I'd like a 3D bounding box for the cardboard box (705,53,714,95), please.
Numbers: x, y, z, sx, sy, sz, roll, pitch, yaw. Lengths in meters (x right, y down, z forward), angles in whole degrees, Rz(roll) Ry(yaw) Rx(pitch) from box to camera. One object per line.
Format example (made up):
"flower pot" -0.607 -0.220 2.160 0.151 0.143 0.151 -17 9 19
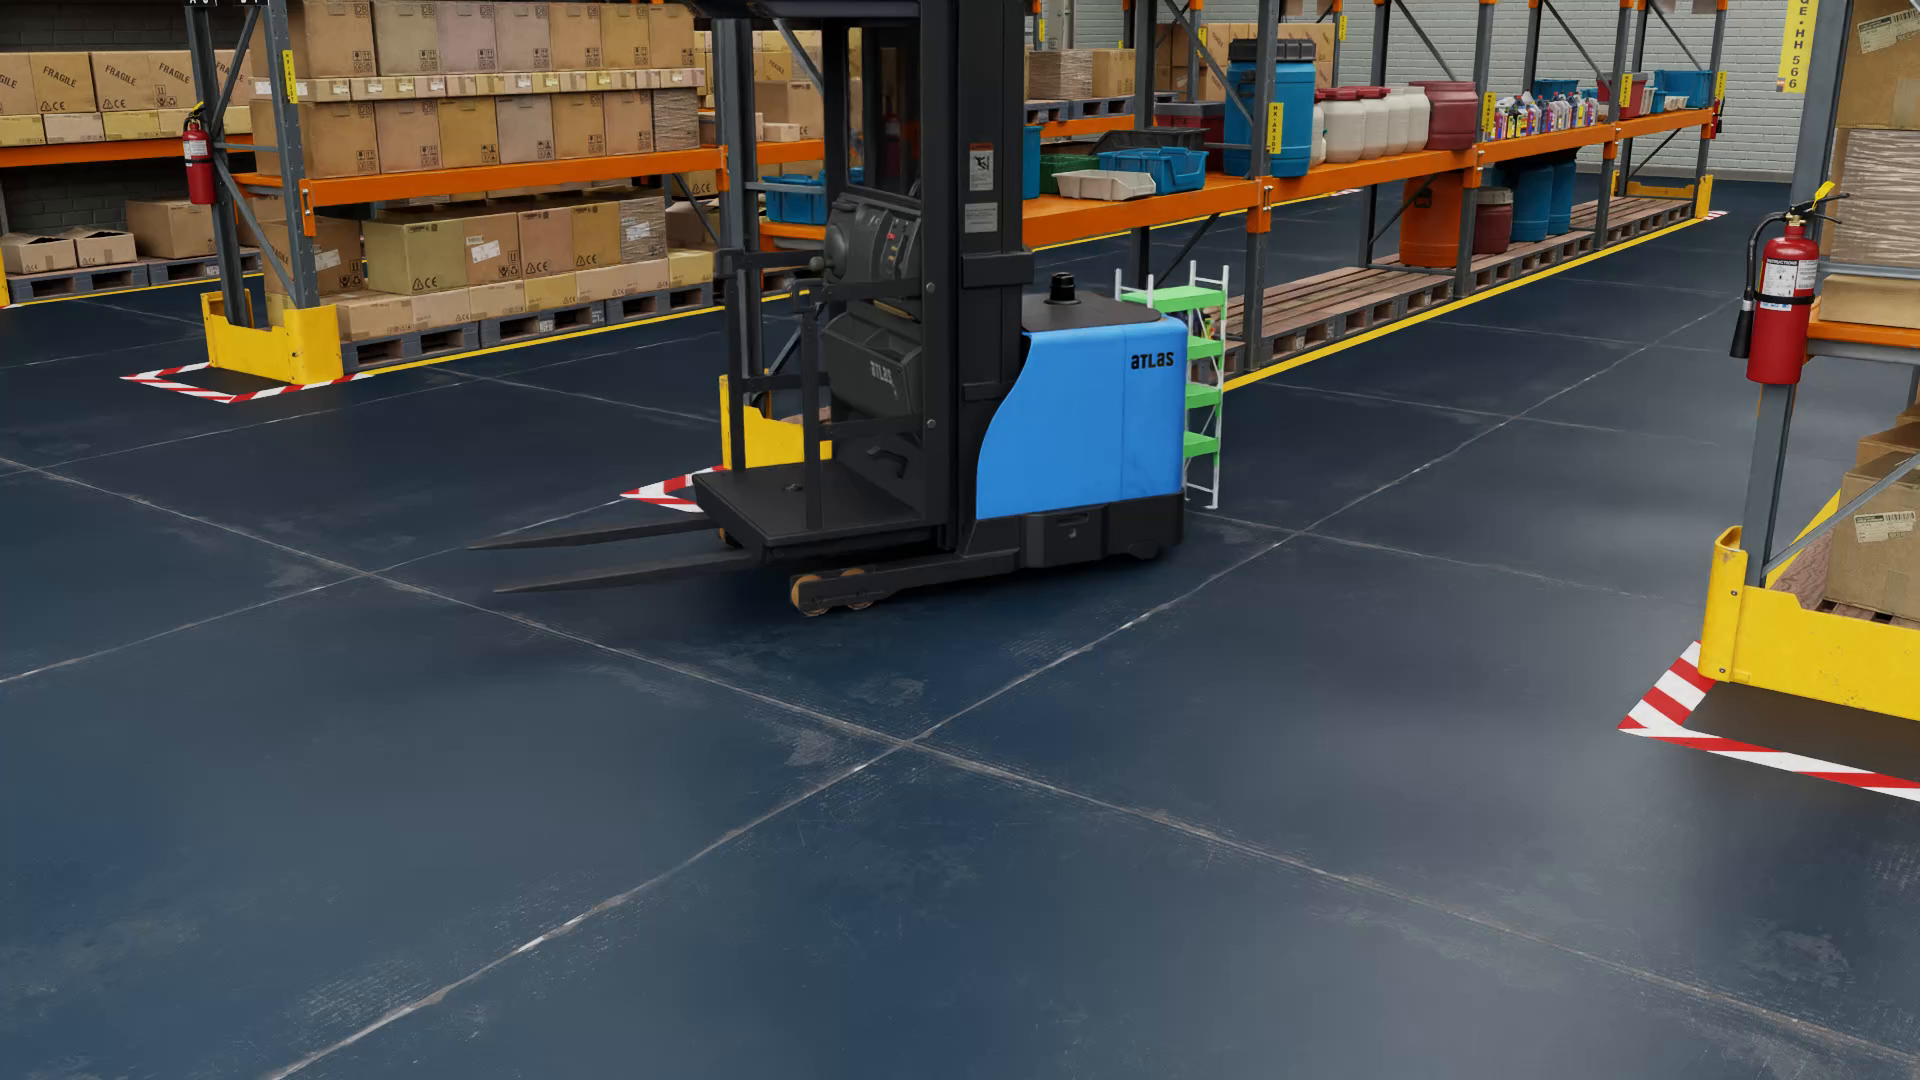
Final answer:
"cardboard box" -3.118 -5.779 20.591 0.500 0.500 0.500 13 22 36

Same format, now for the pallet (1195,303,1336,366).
"pallet" 2.077 -1.545 12.362 1.003 0.211 1.213 12 21 35

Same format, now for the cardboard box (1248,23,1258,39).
"cardboard box" 3.552 -6.297 21.110 0.500 0.500 0.500 12 21 33

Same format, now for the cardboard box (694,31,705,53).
"cardboard box" -3.438 -6.013 20.080 0.500 0.250 0.500 13 22 36

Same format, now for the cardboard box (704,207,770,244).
"cardboard box" -1.889 -2.768 14.583 0.500 0.311 0.500 13 21 35

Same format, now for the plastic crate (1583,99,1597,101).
"plastic crate" 7.203 -4.959 18.997 0.293 0.136 0.466 12 21 35

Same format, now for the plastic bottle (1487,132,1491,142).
"plastic bottle" 4.632 -3.643 14.633 0.097 0.271 0.097 0 17 0

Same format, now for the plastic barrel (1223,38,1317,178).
"plastic barrel" 2.114 -2.960 11.374 0.600 0.901 0.708 12 21 35

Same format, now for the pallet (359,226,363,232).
"pallet" -5.853 -3.287 17.973 1.003 0.211 1.213 12 21 35

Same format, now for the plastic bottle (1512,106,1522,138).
"plastic bottle" 5.071 -3.815 15.166 0.061 0.283 0.133 12 21 35

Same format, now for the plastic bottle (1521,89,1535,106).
"plastic bottle" 5.913 -4.528 17.351 0.144 0.351 0.185 12 21 35

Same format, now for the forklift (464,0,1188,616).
"forklift" -0.554 -1.268 6.886 3.031 2.935 1.130 -8 19 -24

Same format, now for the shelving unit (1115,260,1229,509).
"shelving unit" 1.002 -0.711 8.010 0.503 1.200 0.258 -13 21 -35

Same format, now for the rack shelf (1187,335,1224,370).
"rack shelf" 1.002 -0.879 7.957 0.480 0.148 0.258 -13 21 -35

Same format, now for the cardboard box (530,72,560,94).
"cardboard box" -3.239 -3.448 12.526 0.380 0.149 0.250 13 22 36

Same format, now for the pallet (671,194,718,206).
"pallet" -3.402 -4.229 21.005 1.003 0.211 1.213 12 21 35

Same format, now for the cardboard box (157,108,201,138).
"cardboard box" -7.244 -3.845 15.287 0.500 0.250 0.500 13 21 35

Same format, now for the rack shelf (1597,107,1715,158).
"rack shelf" 7.599 -4.721 19.101 1.077 0.370 4.000 12 21 35

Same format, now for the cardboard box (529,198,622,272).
"cardboard box" -3.038 -2.418 13.138 0.500 0.500 0.500 12 21 35

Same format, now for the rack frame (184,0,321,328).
"rack frame" -4.719 -2.606 11.078 1.000 3.000 0.127 12 21 35

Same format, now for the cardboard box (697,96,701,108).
"cardboard box" -3.393 -5.372 20.373 0.380 0.149 0.250 13 21 35

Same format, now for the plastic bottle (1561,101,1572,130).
"plastic bottle" 5.914 -4.171 16.325 0.152 0.276 0.135 12 21 35

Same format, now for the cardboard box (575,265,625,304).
"cardboard box" -3.028 -2.058 13.242 0.500 0.250 0.500 12 21 35

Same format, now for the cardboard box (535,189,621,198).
"cardboard box" -3.155 -2.629 13.815 0.500 0.500 0.500 12 21 35

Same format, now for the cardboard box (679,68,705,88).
"cardboard box" -2.325 -3.814 13.704 0.380 0.149 0.250 12 21 35

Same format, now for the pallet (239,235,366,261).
"pallet" -6.688 -2.935 16.840 1.003 0.211 1.213 12 21 35

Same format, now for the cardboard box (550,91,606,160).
"cardboard box" -3.206 -3.254 12.996 0.700 0.500 0.500 13 21 35

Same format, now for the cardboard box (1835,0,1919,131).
"cardboard box" 3.364 -1.697 5.793 0.500 0.500 0.500 12 21 35

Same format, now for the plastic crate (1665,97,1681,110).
"plastic crate" 8.266 -5.151 19.616 0.396 0.136 0.243 12 21 35

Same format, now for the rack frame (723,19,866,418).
"rack frame" -0.743 -1.730 8.257 1.000 3.000 0.127 12 21 35

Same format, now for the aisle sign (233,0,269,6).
"aisle sign" -4.512 -3.778 10.468 0.394 0.787 0.004 12 21 35

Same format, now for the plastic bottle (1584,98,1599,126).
"plastic bottle" 6.432 -4.378 16.992 0.152 0.276 0.135 12 21 35

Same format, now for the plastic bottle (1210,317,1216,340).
"plastic bottle" 1.675 -1.415 11.219 0.097 0.201 0.097 0 17 0

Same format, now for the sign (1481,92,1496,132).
"sign" 4.470 -3.618 14.061 0.100 0.325 0.005 12 21 35

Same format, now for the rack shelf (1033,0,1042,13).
"rack shelf" -0.357 -7.904 24.293 1.077 0.370 4.000 12 21 35

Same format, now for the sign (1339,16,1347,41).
"sign" 5.249 -7.018 22.800 0.100 0.325 0.005 12 21 35

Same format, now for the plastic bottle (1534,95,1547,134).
"plastic bottle" 5.466 -4.025 15.732 0.144 0.351 0.185 12 21 35

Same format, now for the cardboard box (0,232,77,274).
"cardboard box" -8.215 -2.555 14.707 0.500 0.311 0.500 10 20 29

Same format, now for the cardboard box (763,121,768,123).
"cardboard box" -1.959 -3.736 14.945 0.396 0.266 0.258 12 21 33

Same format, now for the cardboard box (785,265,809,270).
"cardboard box" -1.590 -2.620 15.051 0.500 0.250 0.500 13 22 36

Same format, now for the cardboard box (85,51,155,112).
"cardboard box" -7.558 -4.075 14.763 0.500 0.500 0.500 12 21 33

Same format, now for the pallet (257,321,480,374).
"pallet" -4.297 -1.464 12.102 1.003 0.211 1.213 12 21 35

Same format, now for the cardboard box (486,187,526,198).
"cardboard box" -5.287 -3.874 18.635 0.700 0.500 0.500 13 21 35

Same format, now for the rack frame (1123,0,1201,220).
"rack frame" 2.431 -5.464 20.282 1.000 3.000 0.127 12 21 35

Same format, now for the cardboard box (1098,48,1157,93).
"cardboard box" 1.970 -5.639 19.969 0.700 0.500 0.500 5 18 16

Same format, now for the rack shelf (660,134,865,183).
"rack shelf" -1.144 -3.692 15.787 1.077 0.370 4.000 12 21 35

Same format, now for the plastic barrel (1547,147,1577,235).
"plastic barrel" 6.069 -3.660 17.302 0.600 0.901 0.708 12 21 35

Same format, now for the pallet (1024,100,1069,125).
"pallet" 0.396 -4.594 17.802 1.213 0.211 1.003 12 21 35

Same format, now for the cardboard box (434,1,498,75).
"cardboard box" -3.790 -3.641 12.056 0.700 0.500 0.500 13 21 35

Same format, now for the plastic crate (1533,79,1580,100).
"plastic crate" 6.412 -4.781 18.006 0.392 0.384 0.575 12 21 35

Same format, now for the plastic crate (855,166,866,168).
"plastic crate" -0.293 -1.985 9.328 0.499 0.251 0.408 12 21 35

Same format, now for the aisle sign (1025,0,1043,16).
"aisle sign" 1.118 -8.497 25.664 0.394 0.787 0.004 12 21 35

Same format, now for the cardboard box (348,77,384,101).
"cardboard box" -4.157 -3.082 11.349 0.380 0.149 0.250 12 21 33

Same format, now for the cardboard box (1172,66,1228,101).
"cardboard box" 2.954 -5.585 20.503 0.500 0.500 0.500 13 22 36

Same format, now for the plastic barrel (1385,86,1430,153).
"plastic barrel" 3.583 -3.406 13.465 0.421 0.512 0.421 0 17 0

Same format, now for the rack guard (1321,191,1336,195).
"rack guard" 4.770 -5.205 23.662 1.175 0.500 0.348 12 21 35
